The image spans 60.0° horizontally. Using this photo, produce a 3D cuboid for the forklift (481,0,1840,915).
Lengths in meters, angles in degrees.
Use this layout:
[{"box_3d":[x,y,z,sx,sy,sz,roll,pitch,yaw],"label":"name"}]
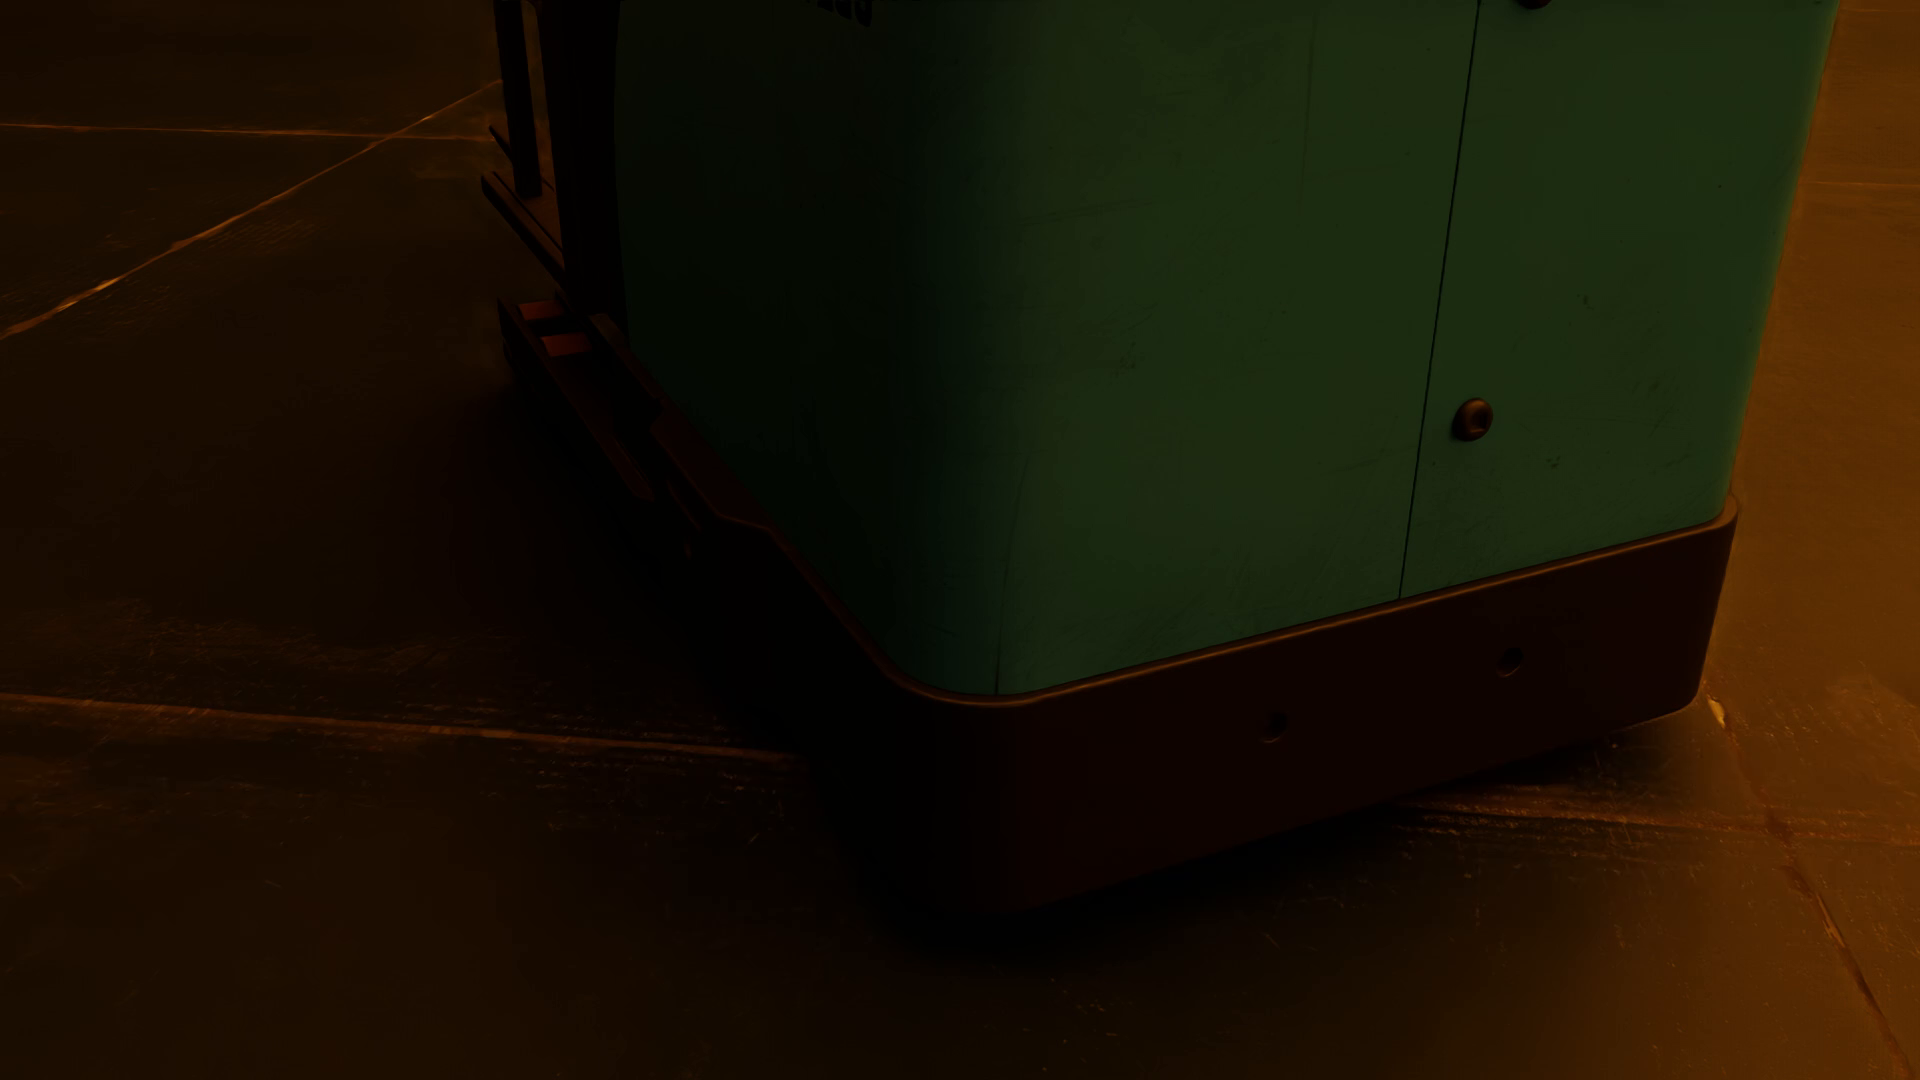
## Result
[{"box_3d":[-0.191,-1.579,2.382,1.130,2.935,3.031,-12,29,-22],"label":"forklift"}]
